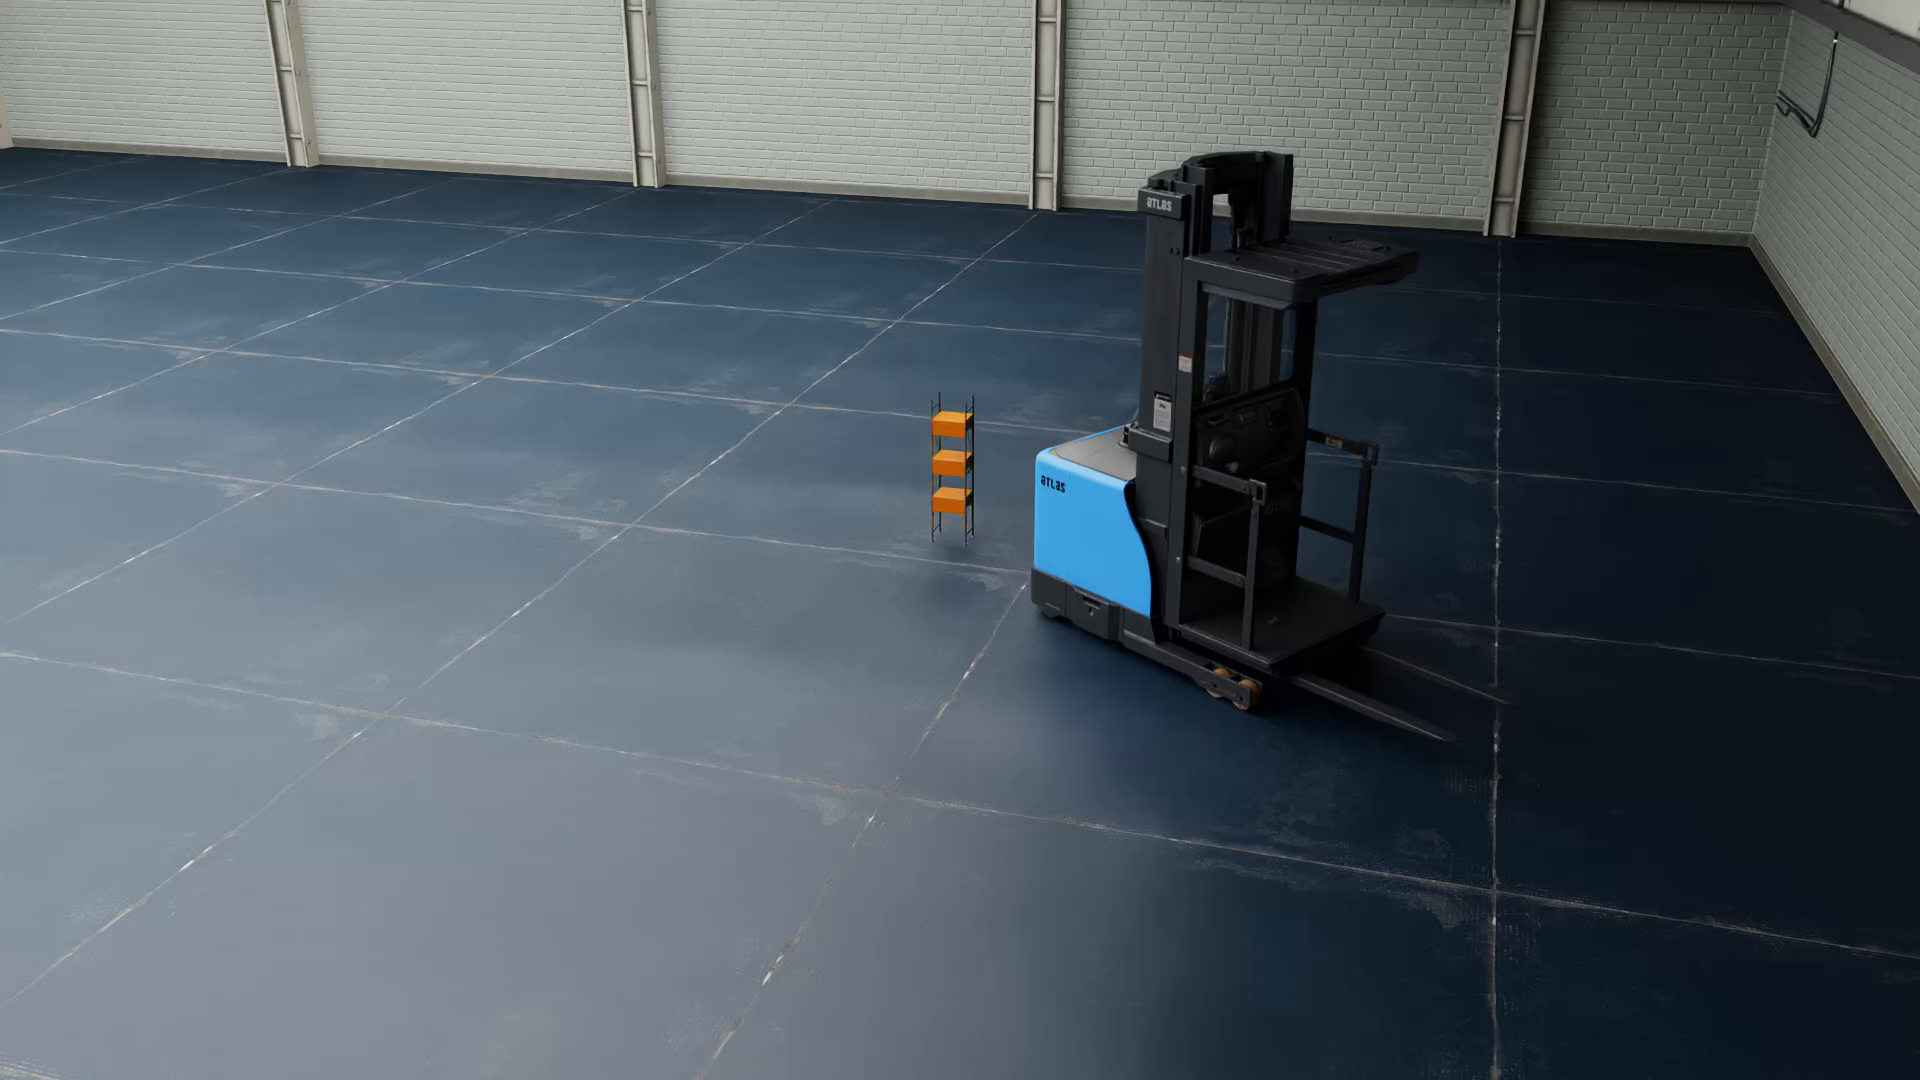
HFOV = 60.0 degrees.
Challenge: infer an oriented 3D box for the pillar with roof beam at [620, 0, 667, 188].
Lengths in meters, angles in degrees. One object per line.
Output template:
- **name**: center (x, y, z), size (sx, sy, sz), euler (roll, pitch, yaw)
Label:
- **pillar with roof beam**: center (-5.811, -7.840, 19.025), size (0.400, 9.000, 9.100), euler (7, 23, 16)

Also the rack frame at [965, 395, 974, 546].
- **rack frame**: center (0.066, -0.478, 11.552), size (0.008, 1.050, 0.200), euler (7, 23, 15)

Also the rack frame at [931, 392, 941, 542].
- **rack frame**: center (-0.168, -0.505, 11.618), size (0.008, 1.050, 0.200), euler (7, 23, 15)

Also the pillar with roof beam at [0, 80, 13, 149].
- **pillar with roof beam**: center (-17.299, -9.155, 22.232), size (0.400, 9.000, 9.100), euler (7, 23, 16)

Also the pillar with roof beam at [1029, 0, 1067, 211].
- **pillar with roof beam**: center (-0.067, -7.182, 17.421), size (0.400, 9.000, 9.100), euler (7, 23, 16)

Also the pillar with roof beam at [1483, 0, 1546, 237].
- **pillar with roof beam**: center (5.677, -6.524, 15.818), size (0.400, 9.000, 9.100), euler (7, 23, 16)

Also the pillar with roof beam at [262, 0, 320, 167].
- **pillar with roof beam**: center (-11.555, -8.497, 20.628), size (0.400, 9.000, 9.100), euler (7, 23, 16)

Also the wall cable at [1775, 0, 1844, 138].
- **wall cable**: center (9.359, -5.848, 18.261), size (0.112, 2.526, 3.097), euler (7, 23, 16)

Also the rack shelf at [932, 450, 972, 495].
- **rack shelf**: center (-0.051, -0.482, 11.589), size (0.240, 0.259, 0.215), euler (7, 23, 15)

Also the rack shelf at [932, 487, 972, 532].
- **rack shelf**: center (-0.051, -0.225, 11.695), size (0.240, 0.259, 0.215), euler (7, 23, 15)

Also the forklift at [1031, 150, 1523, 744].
- **forklift**: center (1.805, -0.613, 9.401), size (1.130, 2.935, 3.031), euler (-19, 29, -38)

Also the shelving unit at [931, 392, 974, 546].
- **shelving unit**: center (-0.051, -0.492, 11.585), size (0.252, 1.050, 0.215), euler (7, 23, 15)

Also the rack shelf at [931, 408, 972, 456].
- **rack shelf**: center (-0.051, -0.744, 11.481), size (0.240, 0.259, 0.215), euler (7, 23, 15)
